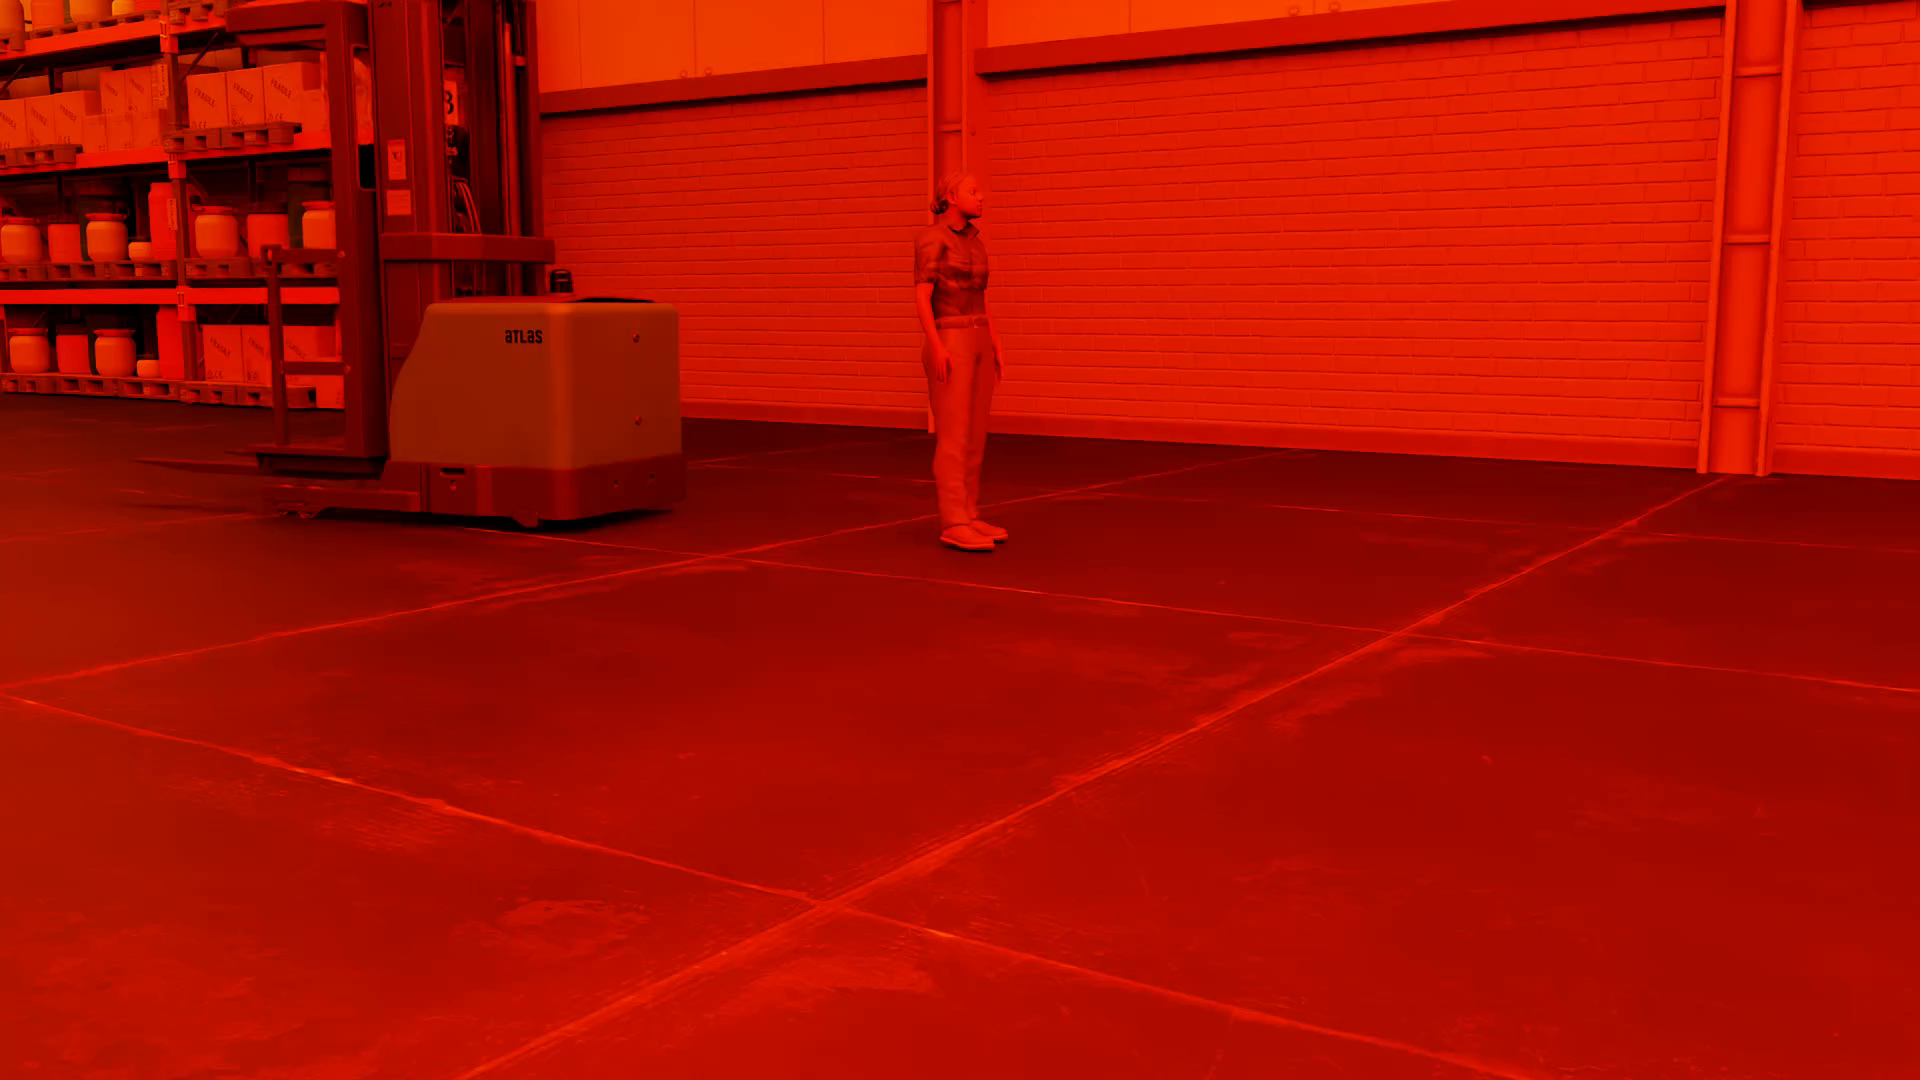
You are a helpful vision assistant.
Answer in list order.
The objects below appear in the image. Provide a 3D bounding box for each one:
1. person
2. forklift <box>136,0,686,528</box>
[{"bbox_3d":[0.062,-0.817,7.421,0.503,1.656,0.569,5,10,34],"label":"person"},{"bbox_3d":[-2.981,-1.621,8.592,3.031,2.935,1.130,4,9,24],"label":"forklift"}]
